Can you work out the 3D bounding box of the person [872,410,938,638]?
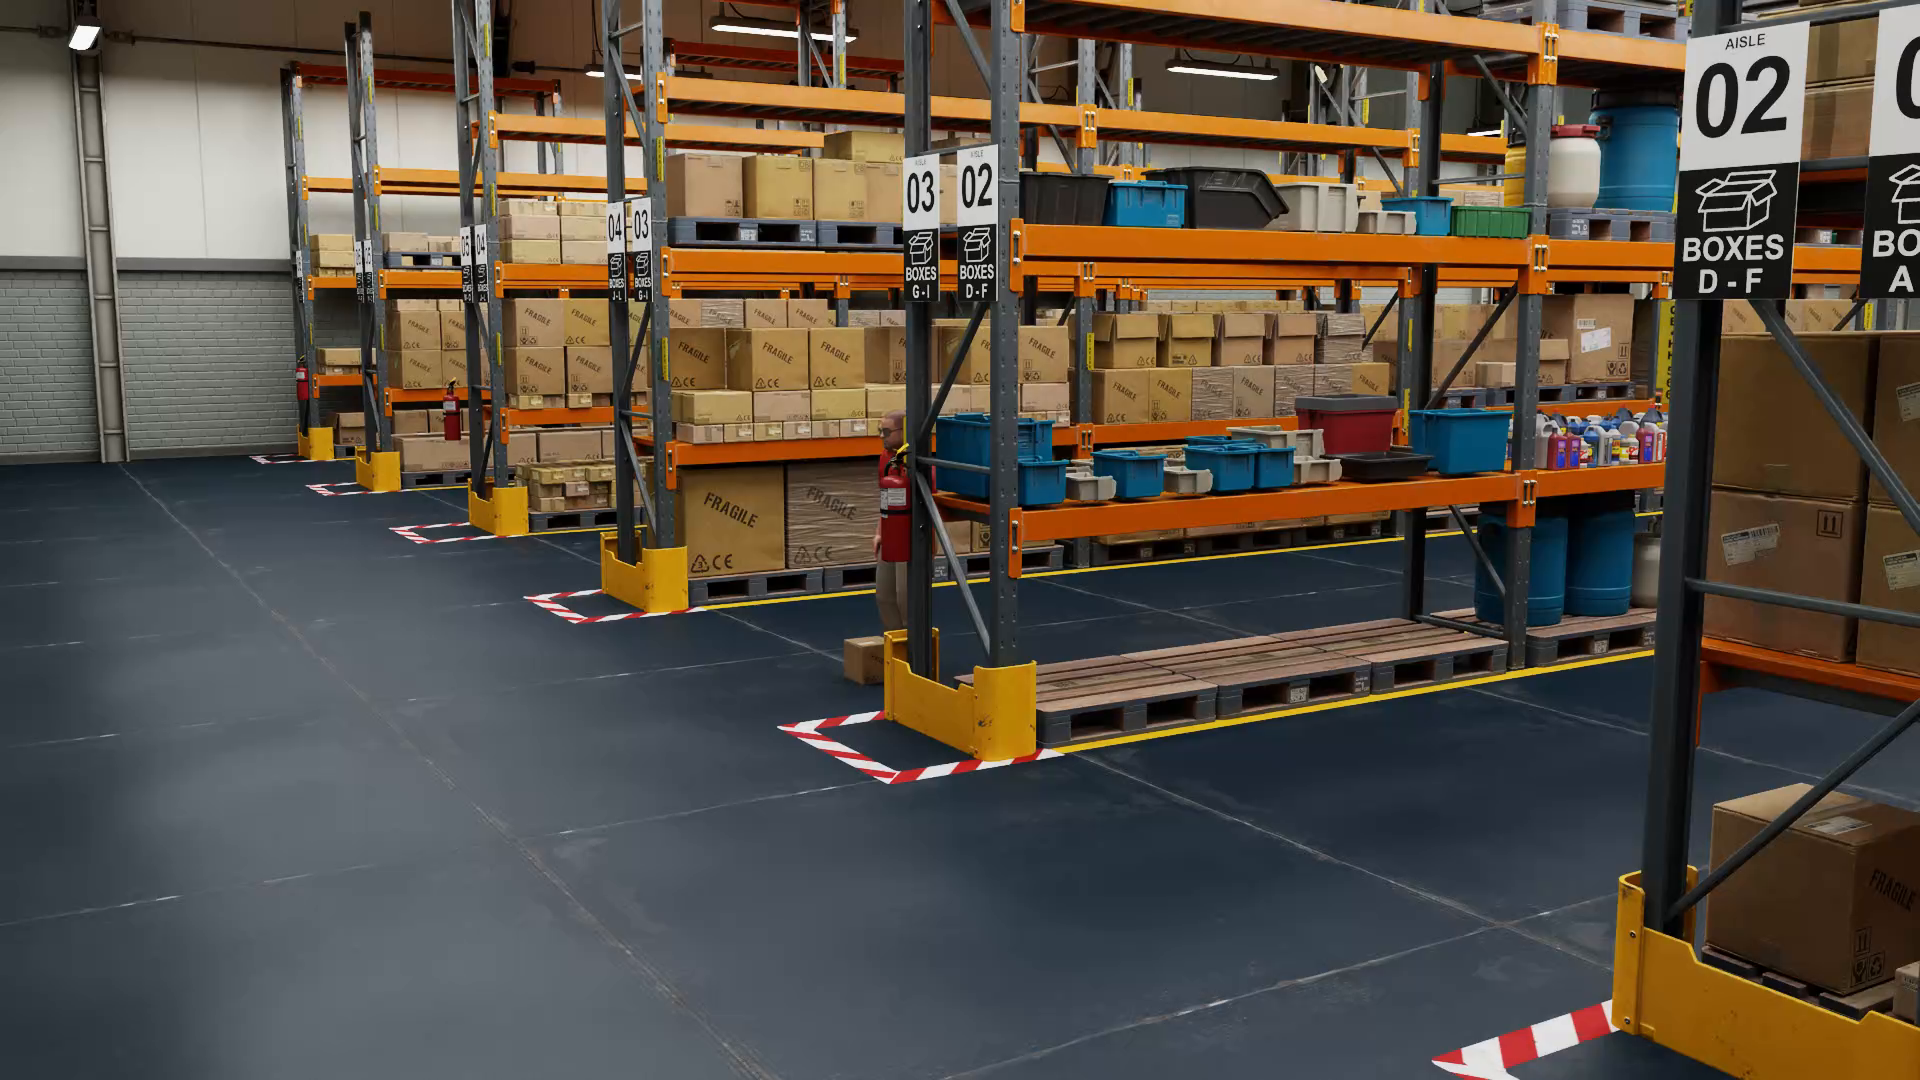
[{"bbox_3d":[-0.362,0.021,10.723,0.386,1.727,0.594,-5,10,-32],"label":"person"}]
